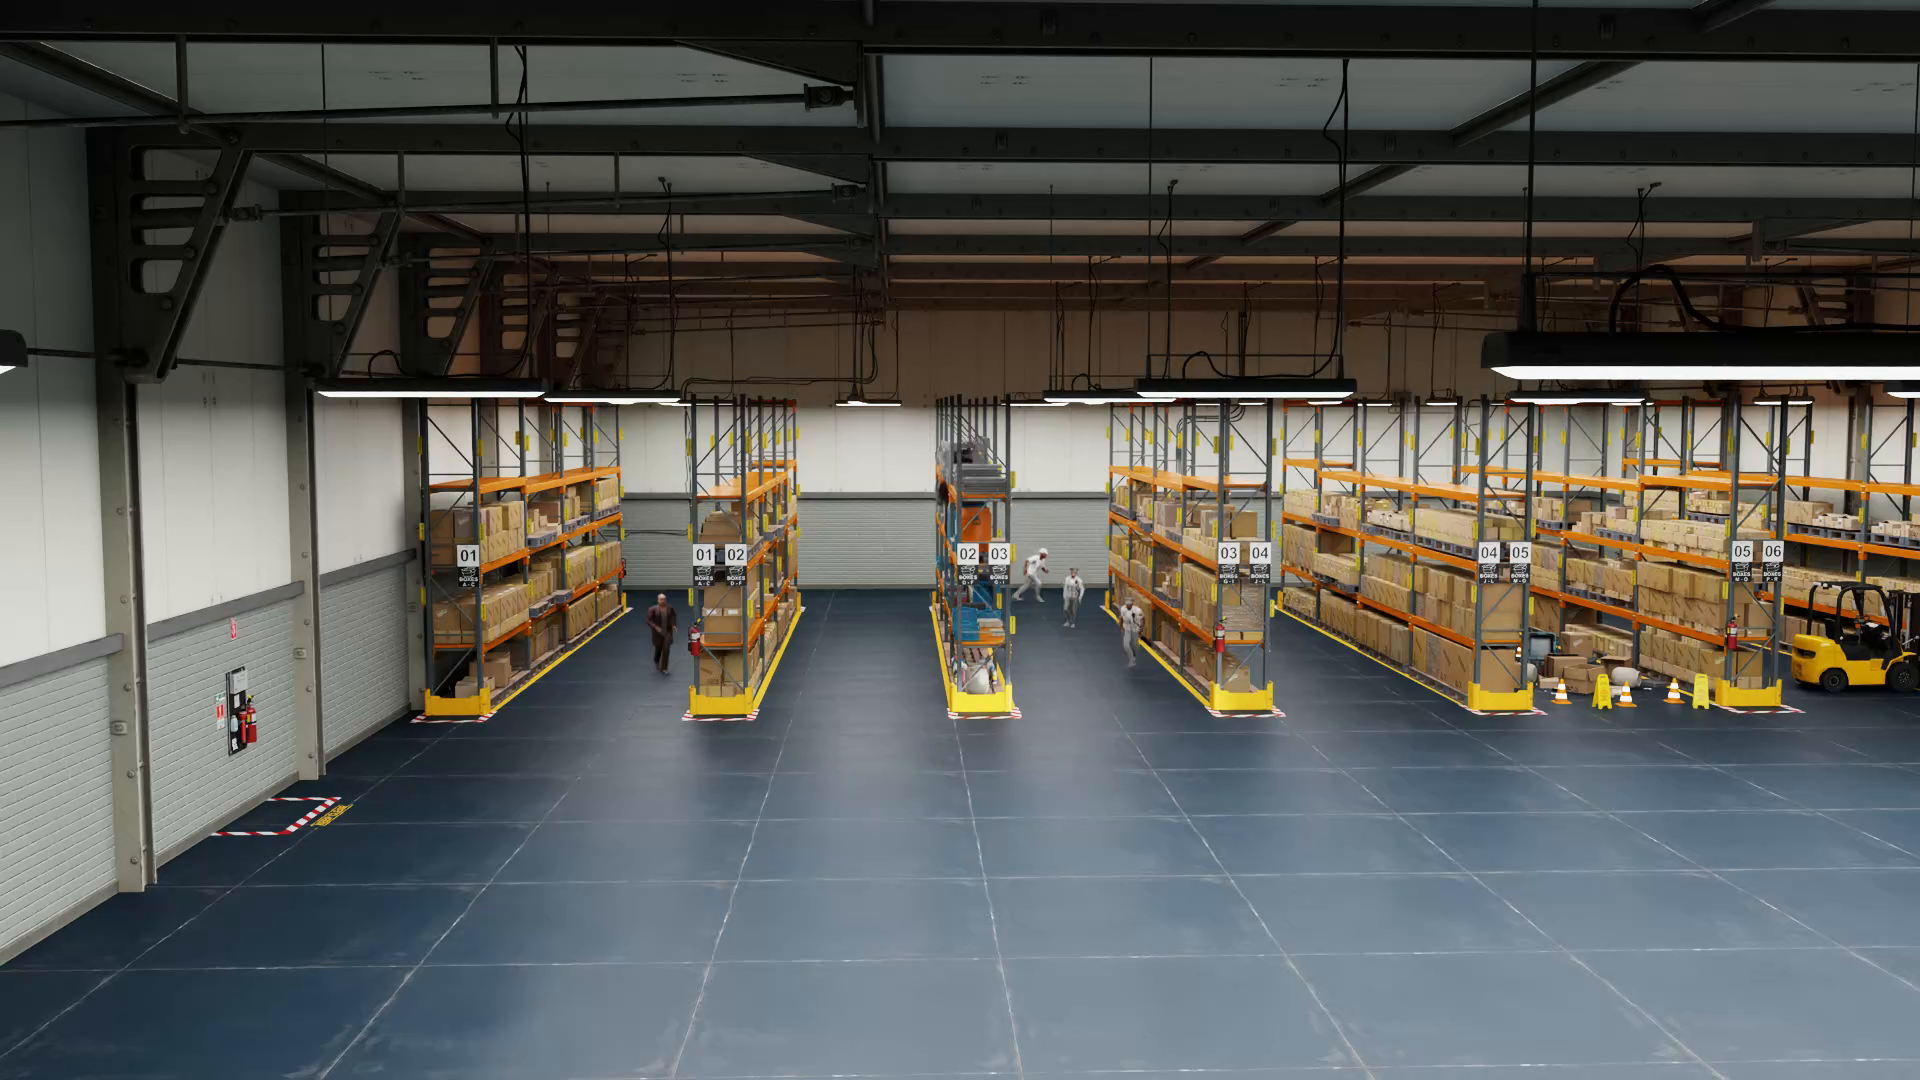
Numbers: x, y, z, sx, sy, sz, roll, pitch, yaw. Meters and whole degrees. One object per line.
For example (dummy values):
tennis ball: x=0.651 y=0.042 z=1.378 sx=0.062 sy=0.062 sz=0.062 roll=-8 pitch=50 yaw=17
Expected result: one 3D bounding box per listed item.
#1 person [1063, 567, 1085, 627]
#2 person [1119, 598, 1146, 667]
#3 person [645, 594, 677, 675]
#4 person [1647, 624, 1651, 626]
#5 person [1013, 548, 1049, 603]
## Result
person: x=2.956 y=1.506 z=43.307 sx=0.597 sy=1.598 sz=0.692 roll=1 pitch=5 yaw=11
person: x=3.659 y=1.936 z=35.230 sx=0.575 sy=1.513 sz=0.886 roll=1 pitch=5 yaw=17
person: x=-6.486 y=2.022 z=36.055 sx=0.699 sy=1.740 sz=0.925 roll=-1 pitch=5 yaw=-18
person: x=16.734 y=1.746 z=39.593 sx=0.709 sy=1.742 sz=0.581 roll=-1 pitch=5 yaw=-7
person: x=2.107 y=1.034 z=49.214 sx=1.076 sy=1.595 sz=0.720 roll=2 pitch=5 yaw=24
